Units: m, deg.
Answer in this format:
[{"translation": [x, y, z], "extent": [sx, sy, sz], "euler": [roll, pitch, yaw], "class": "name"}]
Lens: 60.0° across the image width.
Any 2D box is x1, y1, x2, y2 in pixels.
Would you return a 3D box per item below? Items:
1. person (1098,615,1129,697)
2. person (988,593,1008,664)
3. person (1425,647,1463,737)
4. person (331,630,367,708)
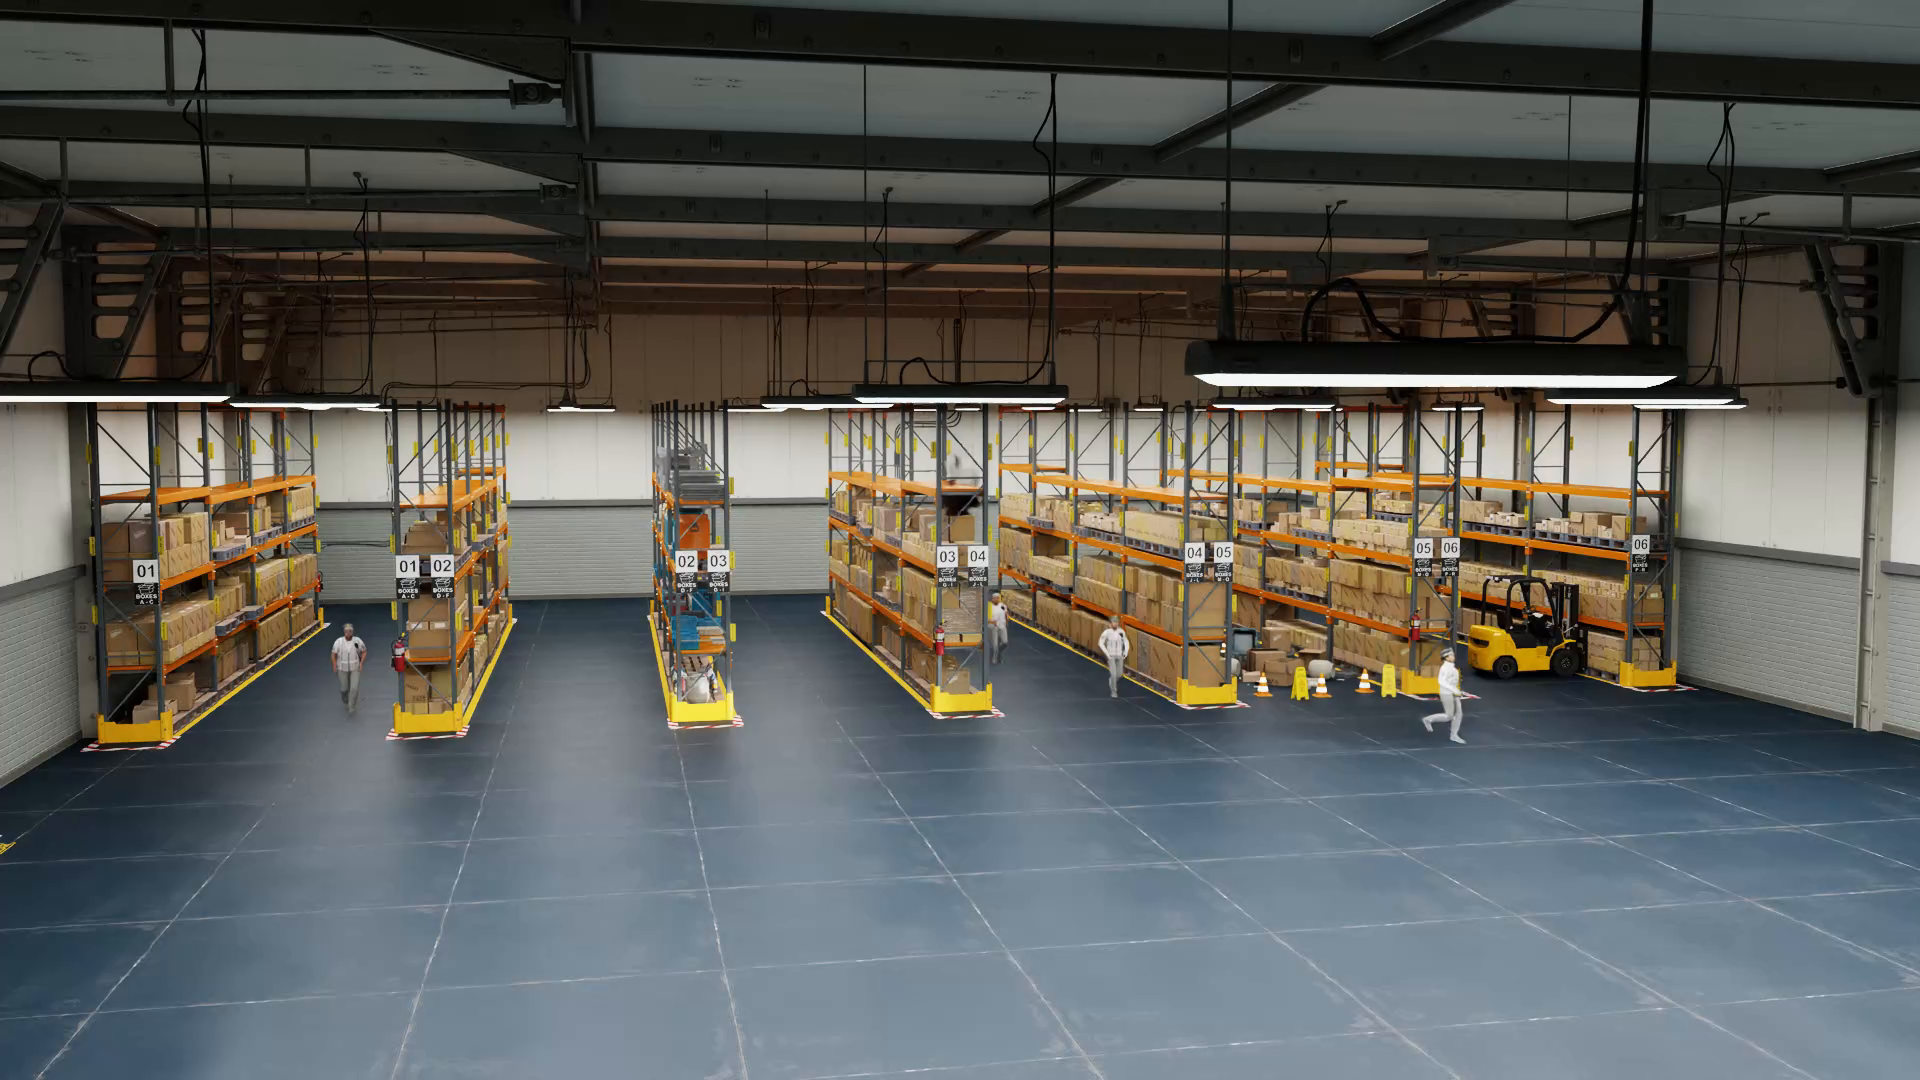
[{"translation": [3.135, 2.347, 33.931], "extent": [0.648, 1.659, 0.586], "euler": [-1, 4, -13], "class": "person"}, {"translation": [0.860, 2.029, 38.157], "extent": [0.608, 1.631, 0.596], "euler": [-1, 4, -13], "class": "person"}, {"translation": [8.512, 2.664, 29.179], "extent": [0.604, 1.601, 0.372], "euler": [3, 5, 31], "class": "person"}, {"translation": [-11.758, 2.431, 32.035], "extent": [0.650, 1.585, 0.593], "euler": [-2, 5, -21], "class": "person"}]
